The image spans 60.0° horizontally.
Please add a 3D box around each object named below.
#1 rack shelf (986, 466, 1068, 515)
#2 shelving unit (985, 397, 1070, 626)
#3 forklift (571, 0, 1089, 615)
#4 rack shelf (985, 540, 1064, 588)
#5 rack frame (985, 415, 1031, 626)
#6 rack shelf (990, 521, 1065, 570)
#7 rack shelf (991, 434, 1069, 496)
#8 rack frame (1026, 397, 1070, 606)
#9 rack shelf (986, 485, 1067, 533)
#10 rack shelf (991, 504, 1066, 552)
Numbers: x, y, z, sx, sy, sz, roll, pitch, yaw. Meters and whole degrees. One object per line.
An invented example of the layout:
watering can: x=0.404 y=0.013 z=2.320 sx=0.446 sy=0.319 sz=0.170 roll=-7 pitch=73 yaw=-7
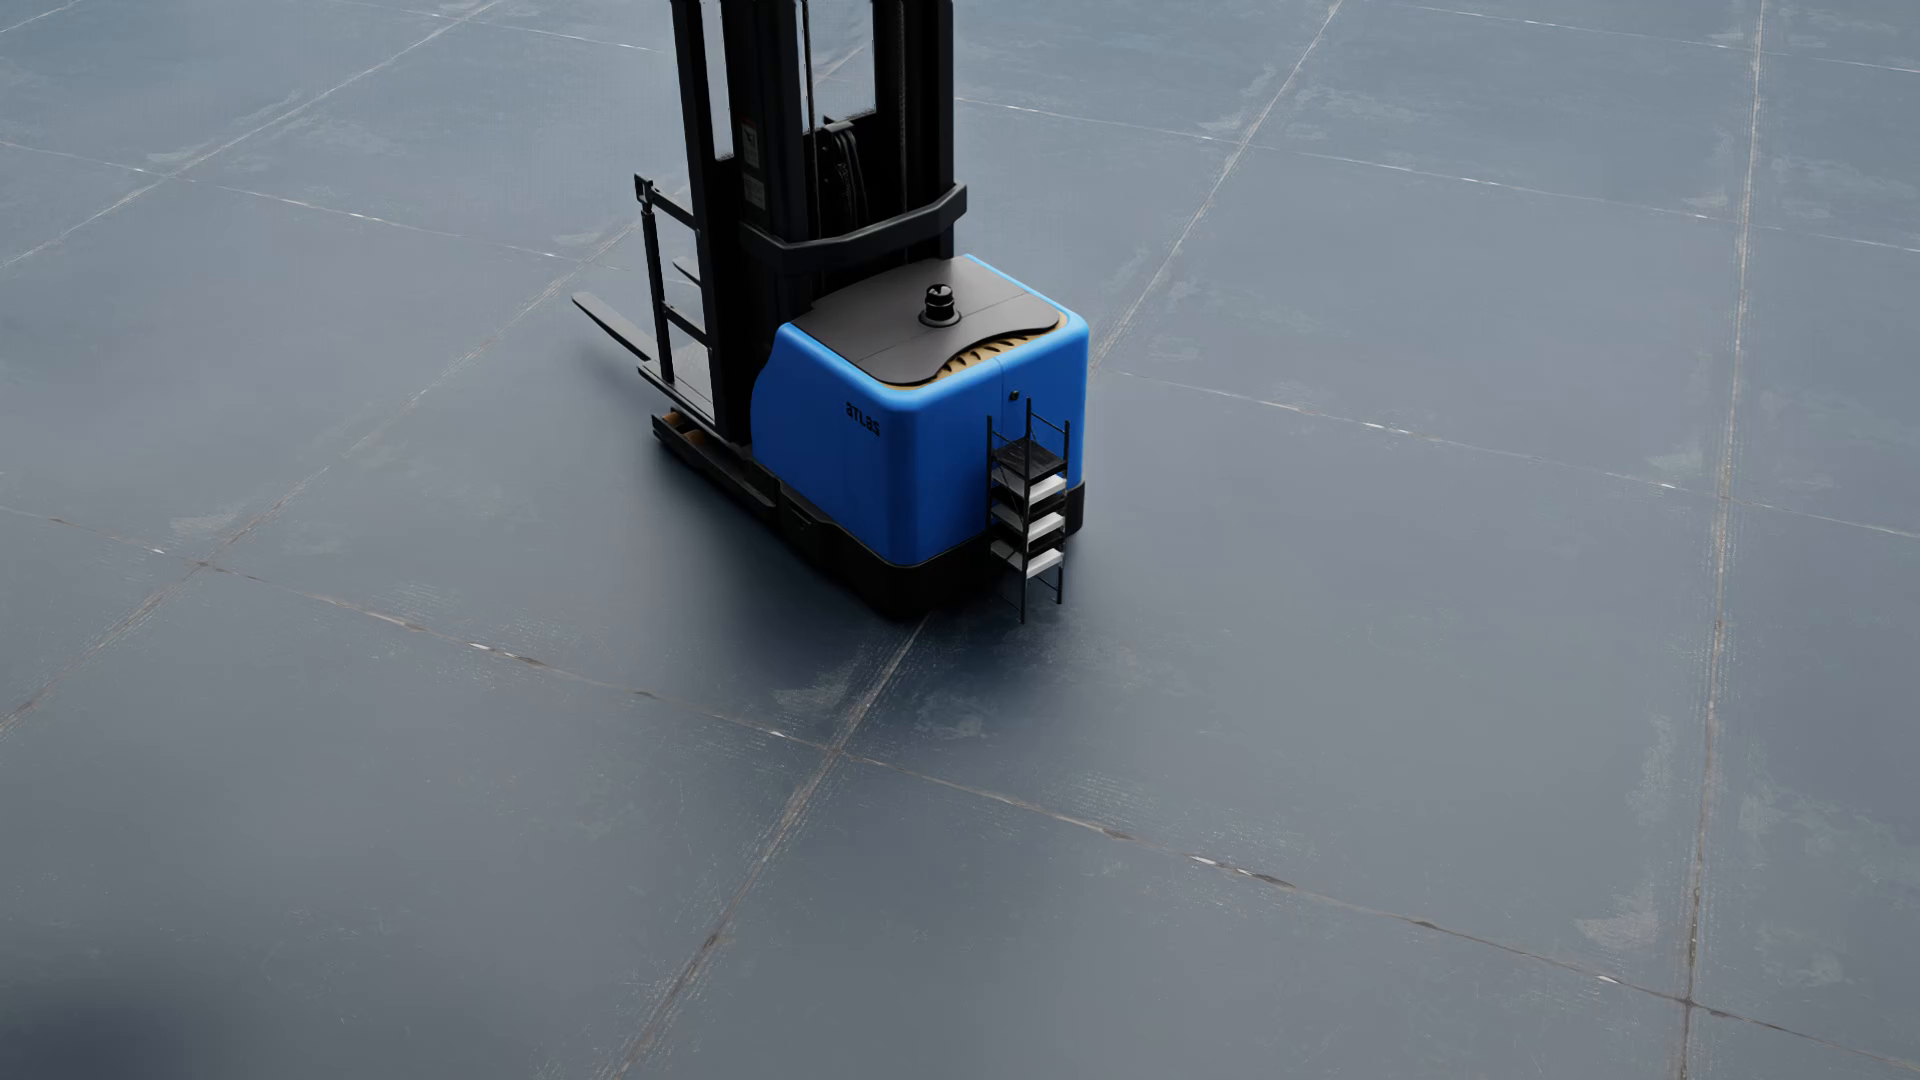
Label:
rack shelf: x=0.263 y=-0.223 z=6.551 sx=0.200 sy=0.077 sz=0.258 roll=-27 pitch=44 yaw=-31
shelving unit: x=0.263 y=-0.105 z=6.639 sx=0.210 sy=0.900 sz=0.258 roll=-27 pitch=44 yaw=-31
forklift: x=-0.789 y=-1.687 z=7.059 sx=1.130 sy=2.935 sz=3.031 roll=-26 pitch=44 yaw=-31
rack shelf: x=0.263 y=0.066 z=6.767 sx=0.200 sy=0.077 sz=0.258 roll=-27 pitch=44 yaw=-31
rack frame: x=0.186 y=-0.066 z=6.587 sx=0.006 sy=0.900 sz=0.240 roll=-27 pitch=44 yaw=-31
rack shelf: x=0.263 y=-0.006 z=6.713 sx=0.200 sy=0.077 sz=0.258 roll=-27 pitch=44 yaw=-31
rack shelf: x=0.263 y=-0.295 z=6.497 sx=0.200 sy=0.077 sz=0.258 roll=-27 pitch=44 yaw=-31
rack frame: x=0.341 y=-0.145 z=6.692 sx=0.006 sy=0.900 sz=0.240 roll=-27 pitch=44 yaw=-31
rack shelf: x=0.263 y=-0.151 z=6.605 sx=0.200 sy=0.077 sz=0.258 roll=-27 pitch=44 yaw=-31
rack shelf: x=0.263 y=-0.079 z=6.659 sx=0.200 sy=0.077 sz=0.258 roll=-27 pitch=44 yaw=-31
